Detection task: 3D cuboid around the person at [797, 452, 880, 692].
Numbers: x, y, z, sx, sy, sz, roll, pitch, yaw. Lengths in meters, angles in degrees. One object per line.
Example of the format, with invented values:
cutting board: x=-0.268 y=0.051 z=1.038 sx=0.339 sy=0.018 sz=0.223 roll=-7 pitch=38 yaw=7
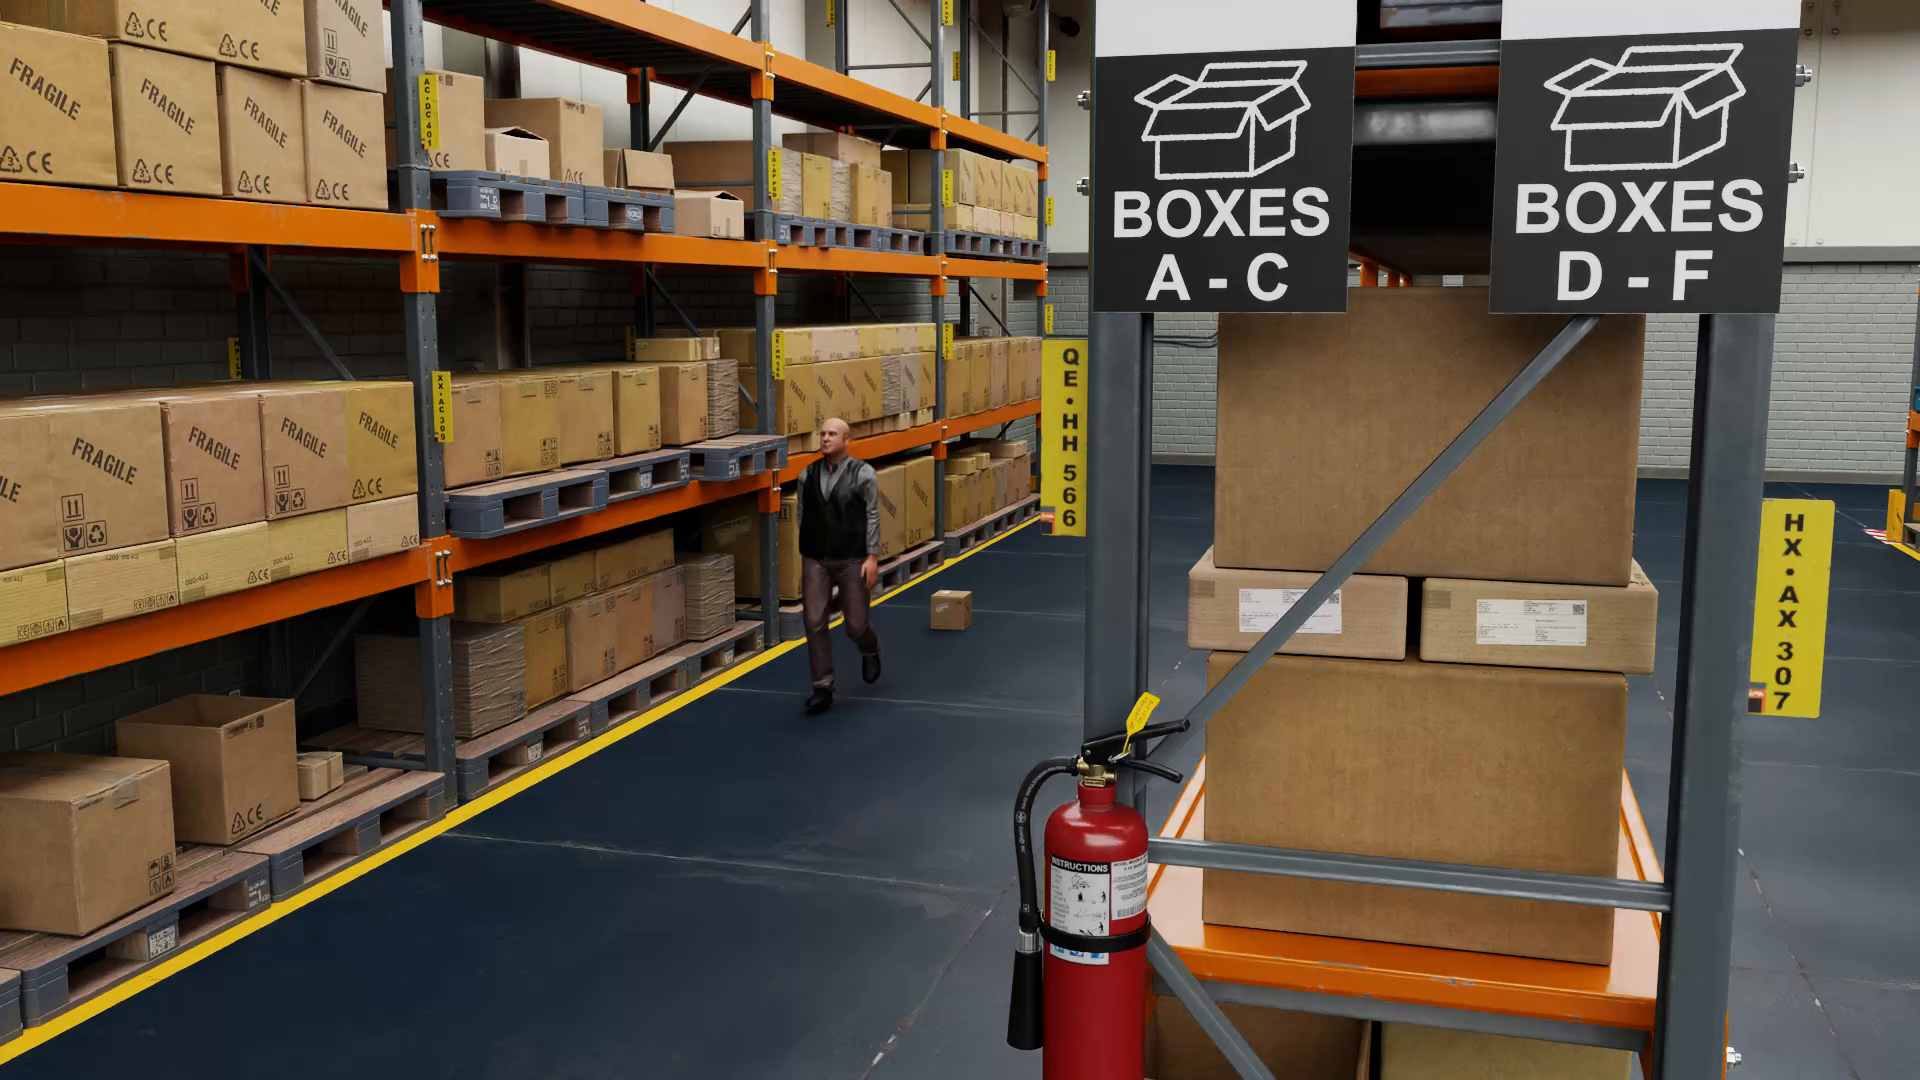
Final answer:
person: x=-0.720 y=0.187 z=10.011 sx=0.535 sy=1.447 sz=0.582 roll=2 pitch=8 yaw=13
